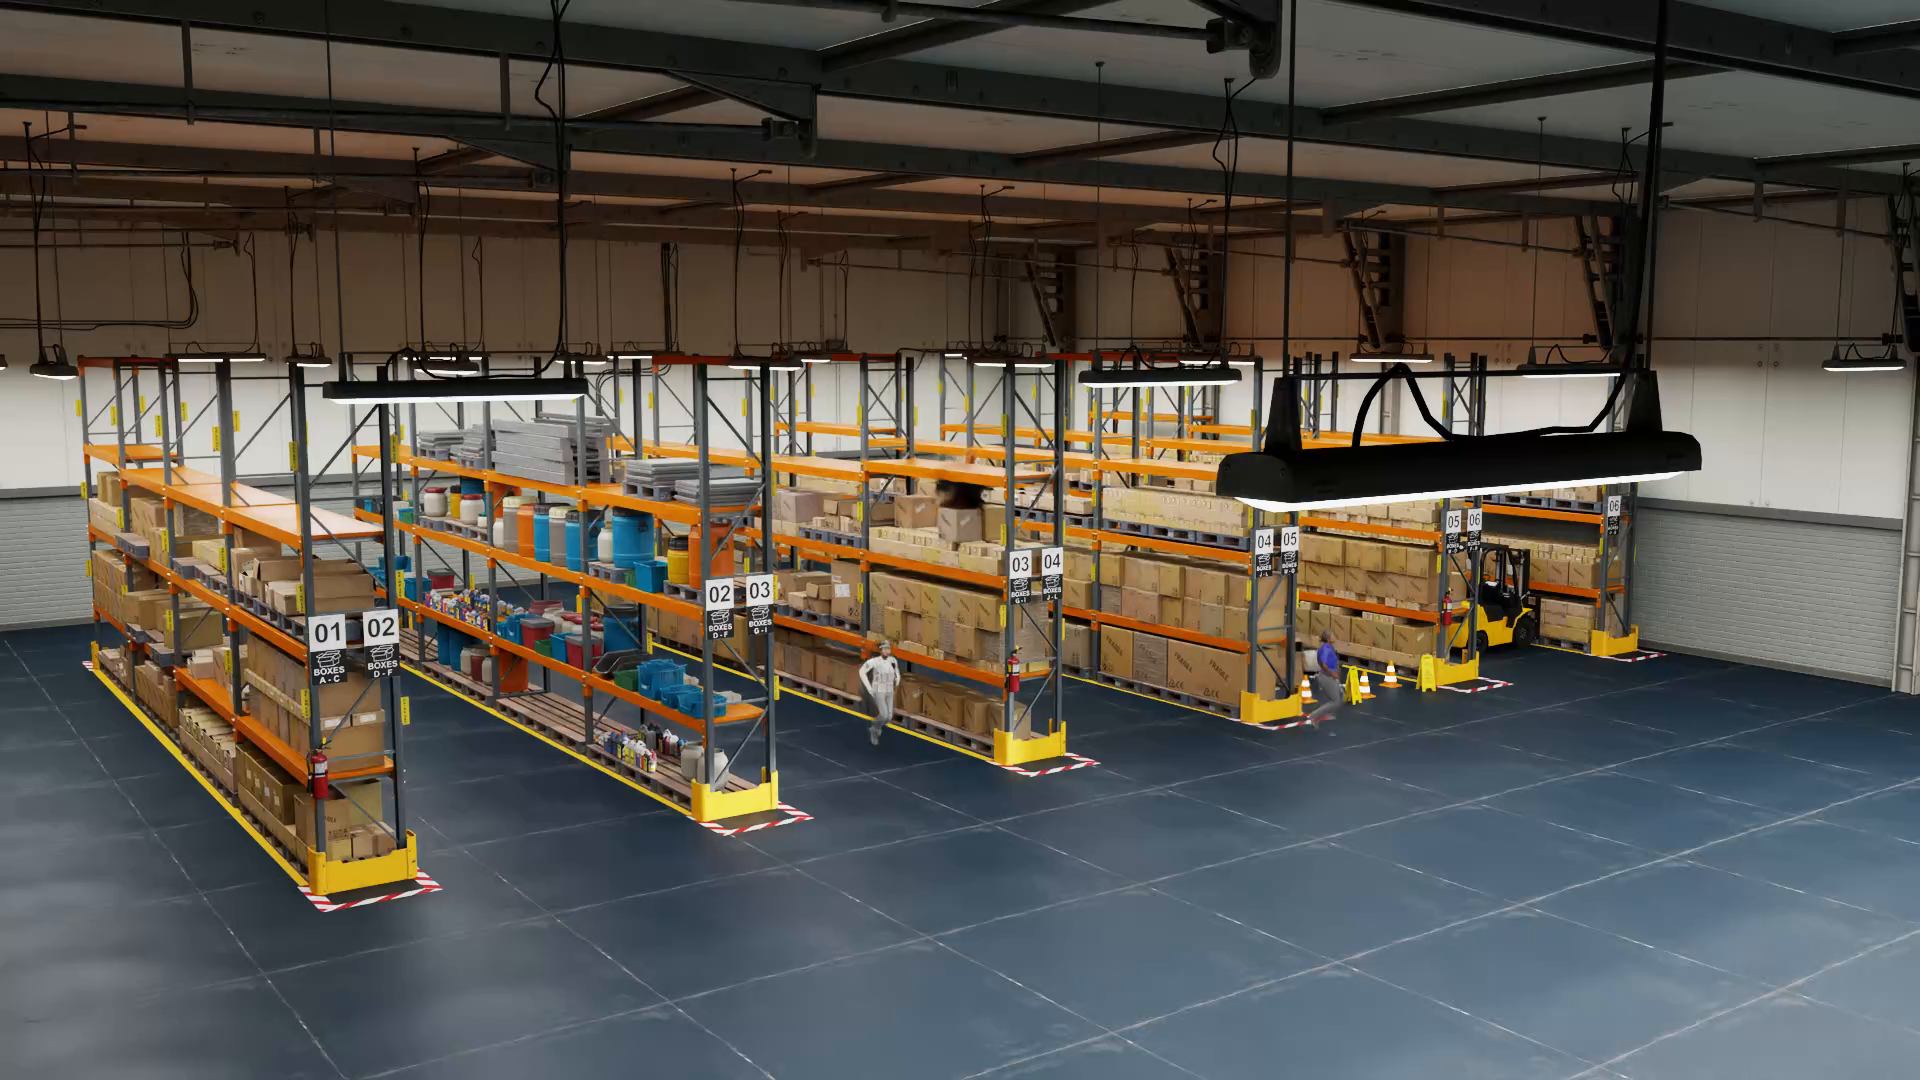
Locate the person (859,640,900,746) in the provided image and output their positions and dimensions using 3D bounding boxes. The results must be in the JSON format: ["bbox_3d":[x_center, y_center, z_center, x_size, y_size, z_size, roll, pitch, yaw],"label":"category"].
[{"bbox_3d":[-1.168,2.323,25.349,0.612,1.643,0.620,-5,8,-34],"label":"person"}]

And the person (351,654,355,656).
[{"bbox_3d":[-10.061,2.240,27.171,0.597,1.632,0.589,7,10,44],"label":"person"}]

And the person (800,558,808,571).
[{"bbox_3d":[-3.983,0.400,41.905,0.520,1.717,0.742,0,7,3],"label":"person"}]

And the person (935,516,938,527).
[{"bbox_3d":[-0.529,0.119,44.641,0.742,1.657,0.599,-2,7,-13],"label":"person"}]

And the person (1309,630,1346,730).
[{"bbox_3d":[5.845,2.221,26.428,0.595,1.593,0.555,0,7,2],"label":"person"}]
